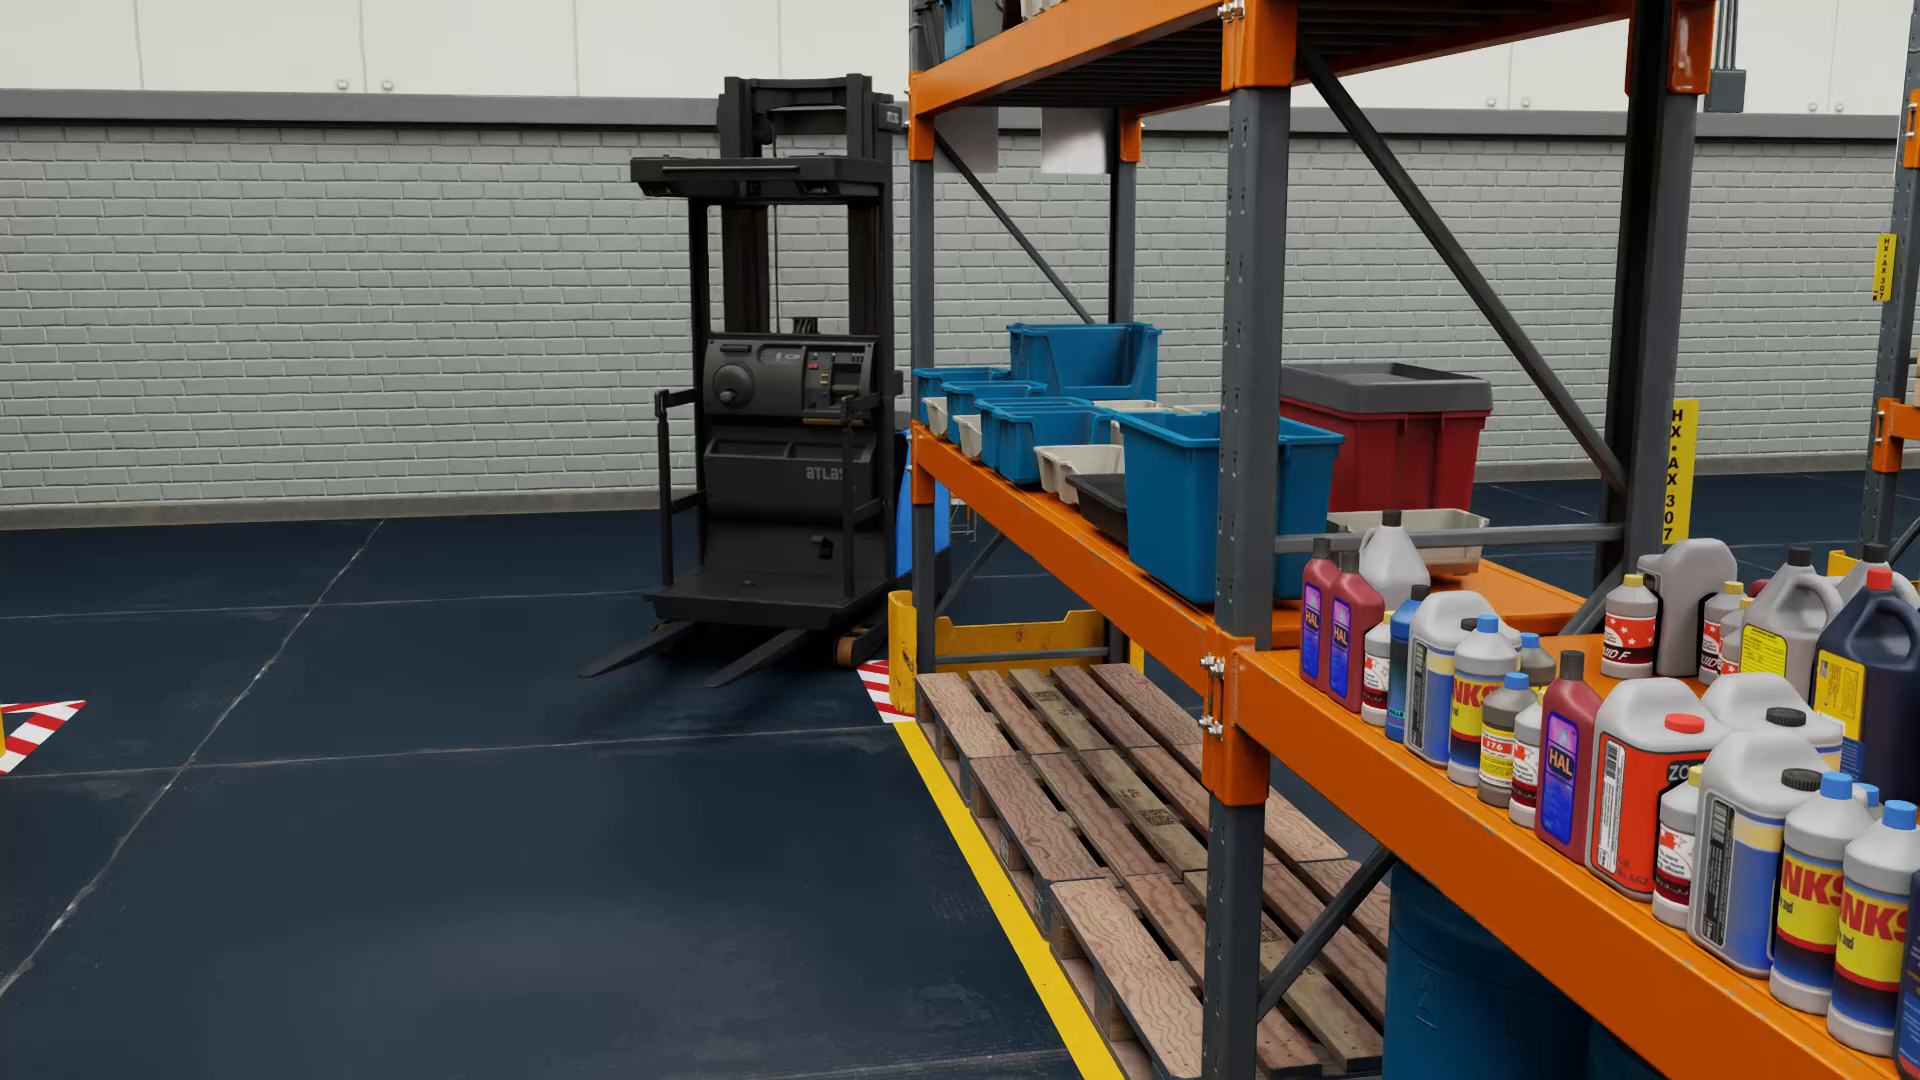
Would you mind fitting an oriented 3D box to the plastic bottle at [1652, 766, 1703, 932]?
[{"bbox_3d":[0.951,0.393,2.142,0.097,0.201,0.097,0,11,0],"label":"plastic bottle"}]

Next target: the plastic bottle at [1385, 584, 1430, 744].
[{"bbox_3d":[0.797,0.213,2.899,0.097,0.271,0.097,0,11,0],"label":"plastic bottle"}]

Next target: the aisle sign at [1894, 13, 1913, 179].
[{"bbox_3d":[4.831,-2.189,8.221,0.394,0.787,0.004,-2,11,-11],"label":"aisle sign"}]

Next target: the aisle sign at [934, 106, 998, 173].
[{"bbox_3d":[-0.025,-2.009,7.276,0.394,0.787,0.004,-2,11,-11],"label":"aisle sign"}]

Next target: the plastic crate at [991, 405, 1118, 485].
[{"bbox_3d":[0.320,-0.323,5.657,0.416,0.233,0.300,-2,11,-11],"label":"plastic crate"}]

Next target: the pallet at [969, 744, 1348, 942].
[{"bbox_3d":[0.637,1.016,5.792,1.003,0.211,1.213,-2,11,-11],"label":"pallet"}]

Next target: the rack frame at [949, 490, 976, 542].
[{"bbox_3d":[0.013,-0.503,11.532,0.200,1.050,0.008,-2,11,-11],"label":"rack frame"}]

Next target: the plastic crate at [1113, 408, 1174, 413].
[{"bbox_3d":[0.659,-0.433,6.492,0.396,0.136,0.243,-2,11,-11],"label":"plastic crate"}]

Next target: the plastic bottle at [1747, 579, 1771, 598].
[{"bbox_3d":[1.542,0.163,3.130,0.061,0.283,0.133,-2,11,-11],"label":"plastic bottle"}]

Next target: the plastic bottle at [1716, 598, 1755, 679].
[{"bbox_3d":[1.468,0.209,3.106,0.097,0.201,0.097,0,11,0],"label":"plastic bottle"}]

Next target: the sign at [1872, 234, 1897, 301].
[{"bbox_3d":[4.594,-1.355,8.264,0.100,0.325,0.005,-2,11,-11],"label":"sign"}]

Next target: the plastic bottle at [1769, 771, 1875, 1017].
[{"bbox_3d":[0.996,0.401,1.912,0.097,0.271,0.097,0,11,0],"label":"plastic bottle"}]

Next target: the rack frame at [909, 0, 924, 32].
[{"bbox_3d":[0.281,-3.676,6.945,1.000,3.000,0.127,-2,11,-11],"label":"rack frame"}]

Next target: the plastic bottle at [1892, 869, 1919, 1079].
[{"bbox_3d":[1.065,0.405,1.680,0.144,0.351,0.185,-2,11,-11],"label":"plastic bottle"}]

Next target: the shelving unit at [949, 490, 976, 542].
[{"bbox_3d":[-0.010,-0.526,11.650,0.215,1.050,0.252,-2,11,-11],"label":"shelving unit"}]

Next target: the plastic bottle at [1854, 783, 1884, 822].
[{"bbox_3d":[1.119,0.405,2.078,0.097,0.201,0.097,0,11,0],"label":"plastic bottle"}]

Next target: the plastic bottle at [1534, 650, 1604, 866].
[{"bbox_3d":[0.884,0.307,2.372,0.061,0.283,0.133,-2,11,-11],"label":"plastic bottle"}]

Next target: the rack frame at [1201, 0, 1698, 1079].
[{"bbox_3d":[1.062,0.004,3.652,0.949,2.616,0.053,-2,11,-11],"label":"rack frame"}]

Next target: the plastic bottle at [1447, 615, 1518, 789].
[{"bbox_3d":[0.842,0.256,2.675,0.097,0.271,0.097,0,11,0],"label":"plastic bottle"}]

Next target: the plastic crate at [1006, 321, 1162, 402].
[{"bbox_3d":[0.529,-0.722,7.210,0.616,0.435,0.499,-2,11,-11],"label":"plastic crate"}]

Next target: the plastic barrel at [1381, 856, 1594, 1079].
[{"bbox_3d":[1.148,0.929,3.281,0.600,0.901,0.708,-2,11,-11],"label":"plastic barrel"}]

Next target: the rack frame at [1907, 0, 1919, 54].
[{"bbox_3d":[5.139,-3.857,7.892,1.000,3.000,0.127,-2,11,-11],"label":"rack frame"}]

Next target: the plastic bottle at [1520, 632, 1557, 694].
[{"bbox_3d":[0.965,0.260,2.841,0.097,0.201,0.097,0,11,0],"label":"plastic bottle"}]

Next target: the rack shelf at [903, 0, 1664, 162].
[{"bbox_3d":[0.670,-1.483,5.366,1.077,0.370,4.000,-2,11,-11],"label":"rack shelf"}]

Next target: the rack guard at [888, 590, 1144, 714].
[{"bbox_3d":[0.263,0.495,7.761,1.175,0.500,0.348,-2,11,-11],"label":"rack guard"}]

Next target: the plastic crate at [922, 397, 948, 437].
[{"bbox_3d":[-0.013,-0.510,6.900,0.250,0.136,0.298,-2,11,-11],"label":"plastic crate"}]

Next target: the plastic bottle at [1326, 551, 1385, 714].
[{"bbox_3d":[0.738,0.169,3.099,0.061,0.283,0.133,-2,11,-11],"label":"plastic bottle"}]

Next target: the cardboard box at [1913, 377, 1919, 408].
[{"bbox_3d":[4.884,-0.709,8.071,0.380,0.149,0.250,-2,11,-10],"label":"cardboard box"}]

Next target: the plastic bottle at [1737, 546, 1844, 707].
[{"bbox_3d":[1.417,0.190,2.806,0.144,0.351,0.185,-2,11,-11],"label":"plastic bottle"}]

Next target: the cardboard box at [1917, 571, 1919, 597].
[{"bbox_3d":[5.342,0.042,8.010,0.875,0.875,0.875,-2,11,-11],"label":"cardboard box"}]

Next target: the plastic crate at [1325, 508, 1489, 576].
[{"bbox_3d":[1.108,0.014,4.147,0.396,0.136,0.243,-2,11,-11],"label":"plastic crate"}]

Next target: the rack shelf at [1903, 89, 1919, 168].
[{"bbox_3d":[5.528,-1.663,6.312,1.077,0.370,4.000,-2,11,-11],"label":"rack shelf"}]

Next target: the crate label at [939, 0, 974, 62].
[{"bbox_3d":[0.143,-1.949,6.289,0.408,0.251,0.502,-2,11,-11],"label":"crate label"}]

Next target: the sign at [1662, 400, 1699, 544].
[{"bbox_3d":[1.599,-0.151,3.729,0.100,0.325,0.005,-2,11,-11],"label":"sign"}]

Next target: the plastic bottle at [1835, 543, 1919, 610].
[{"bbox_3d":[1.558,0.185,2.833,0.144,0.351,0.185,-2,11,-11],"label":"plastic bottle"}]

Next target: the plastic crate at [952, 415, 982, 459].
[{"bbox_3d":[0.119,-0.386,6.246,0.250,0.136,0.298,-2,11,-11],"label":"plastic crate"}]

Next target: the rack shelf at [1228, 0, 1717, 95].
[{"bbox_3d":[1.448,-0.749,1.511,1.077,0.370,4.000,-2,11,-11],"label":"rack shelf"}]

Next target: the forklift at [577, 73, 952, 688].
[{"bbox_3d":[-0.952,-0.876,8.459,1.130,2.935,3.031,3,11,16],"label":"forklift"}]

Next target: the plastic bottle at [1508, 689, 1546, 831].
[{"bbox_3d":[0.880,0.326,2.494,0.097,0.201,0.097,0,11,0],"label":"plastic bottle"}]

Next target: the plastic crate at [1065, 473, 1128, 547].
[{"bbox_3d":[0.578,-0.086,4.699,0.437,0.125,0.590,-2,11,-11],"label":"plastic crate"}]

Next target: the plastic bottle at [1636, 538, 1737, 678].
[{"bbox_3d":[1.452,0.126,3.345,0.152,0.276,0.135,-2,11,-11],"label":"plastic bottle"}]

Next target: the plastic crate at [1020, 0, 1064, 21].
[{"bbox_3d":[0.409,-1.727,5.042,0.437,0.282,0.530,-2,11,-11],"label":"plastic crate"}]

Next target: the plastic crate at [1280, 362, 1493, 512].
[{"bbox_3d":[1.131,-0.230,4.548,0.402,0.464,0.583,-2,11,-11],"label":"plastic crate"}]
